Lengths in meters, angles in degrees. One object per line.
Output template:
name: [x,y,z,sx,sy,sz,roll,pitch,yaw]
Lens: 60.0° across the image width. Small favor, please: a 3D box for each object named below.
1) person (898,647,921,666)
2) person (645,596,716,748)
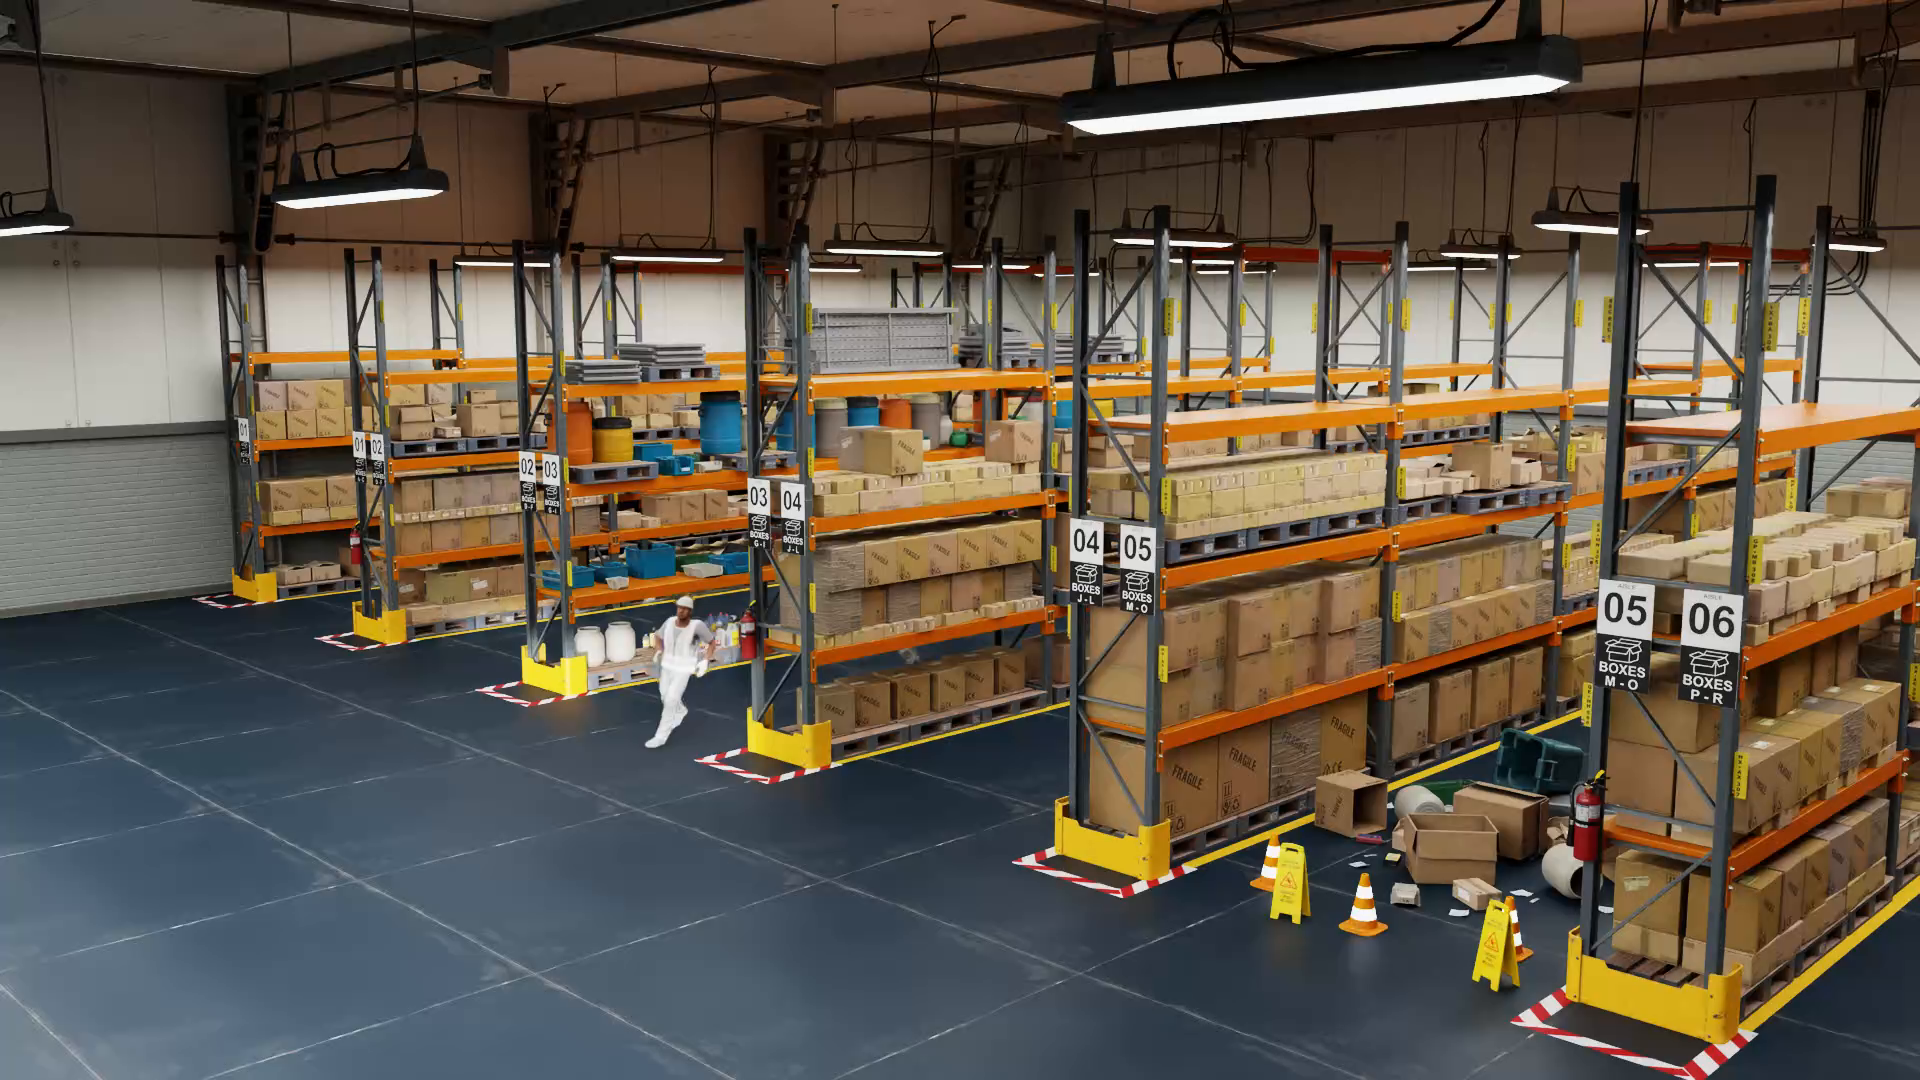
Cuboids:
person: [-0.713,1.115,22.411,0.634,1.757,0.764,6,10,38]
person: [-3.301,1.524,19.609,0.744,1.741,0.955,3,9,22]
